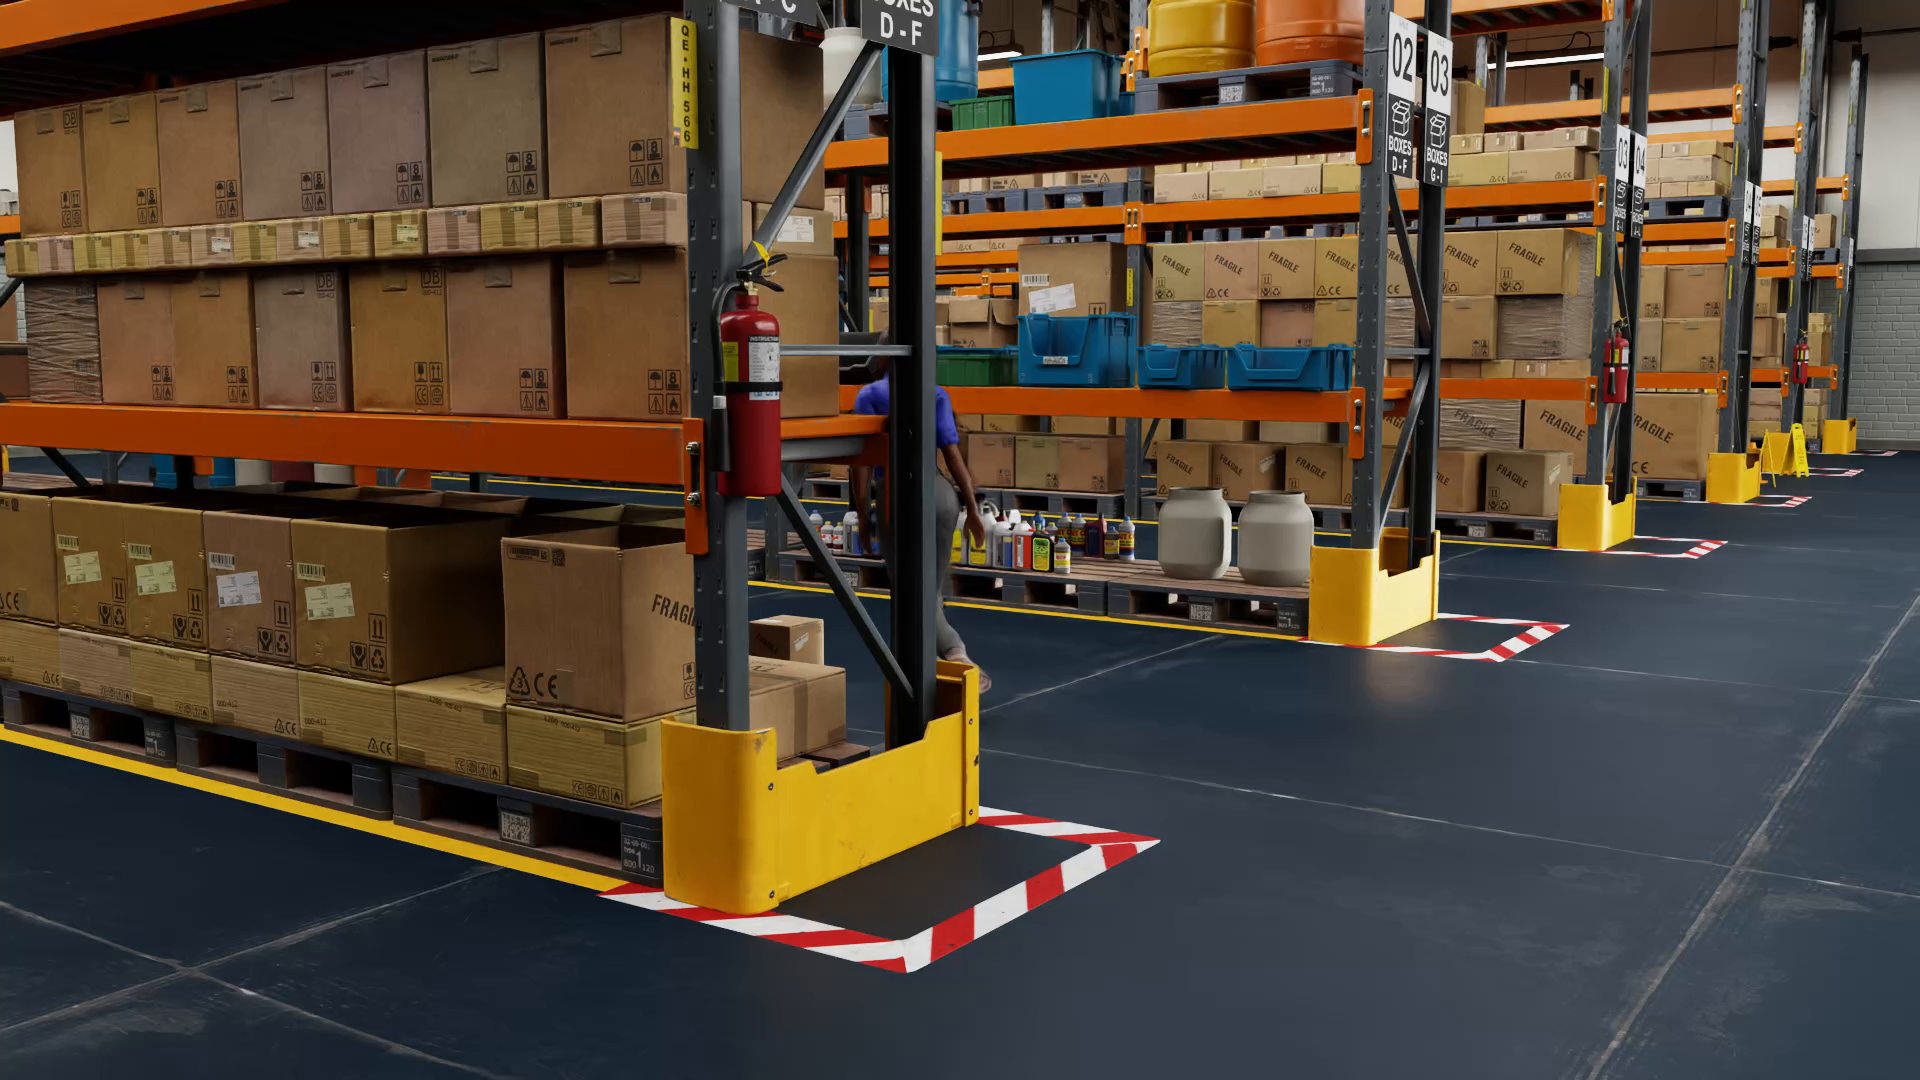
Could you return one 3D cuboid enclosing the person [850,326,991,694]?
[{"bbox_3d":[-0.174,-0.107,7.022,0.529,1.618,0.758,-2,7,-20],"label":"person"}]
